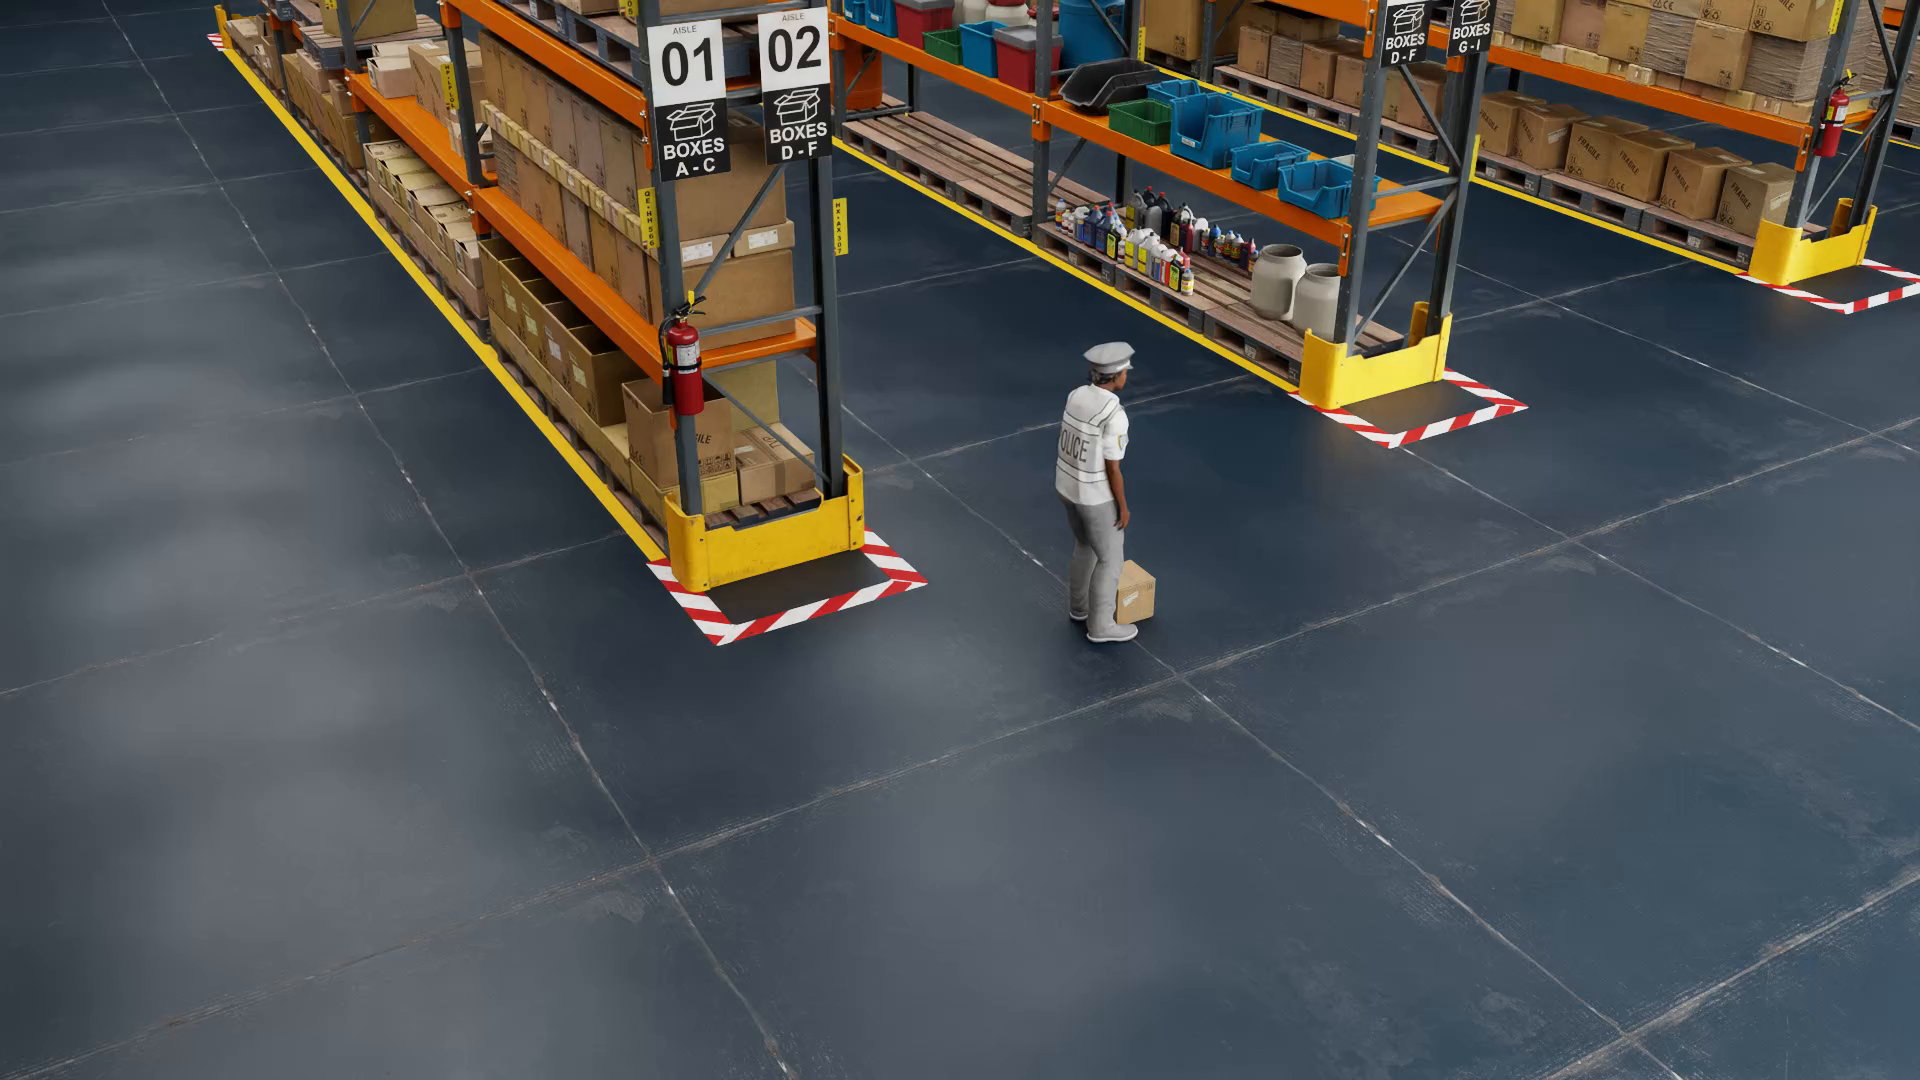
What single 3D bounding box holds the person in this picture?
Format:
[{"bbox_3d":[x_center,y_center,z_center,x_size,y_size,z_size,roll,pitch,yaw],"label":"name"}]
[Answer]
[{"bbox_3d":[0.748,-0.251,9.007,0.417,1.657,0.514,-16,33,-27],"label":"person"}]
